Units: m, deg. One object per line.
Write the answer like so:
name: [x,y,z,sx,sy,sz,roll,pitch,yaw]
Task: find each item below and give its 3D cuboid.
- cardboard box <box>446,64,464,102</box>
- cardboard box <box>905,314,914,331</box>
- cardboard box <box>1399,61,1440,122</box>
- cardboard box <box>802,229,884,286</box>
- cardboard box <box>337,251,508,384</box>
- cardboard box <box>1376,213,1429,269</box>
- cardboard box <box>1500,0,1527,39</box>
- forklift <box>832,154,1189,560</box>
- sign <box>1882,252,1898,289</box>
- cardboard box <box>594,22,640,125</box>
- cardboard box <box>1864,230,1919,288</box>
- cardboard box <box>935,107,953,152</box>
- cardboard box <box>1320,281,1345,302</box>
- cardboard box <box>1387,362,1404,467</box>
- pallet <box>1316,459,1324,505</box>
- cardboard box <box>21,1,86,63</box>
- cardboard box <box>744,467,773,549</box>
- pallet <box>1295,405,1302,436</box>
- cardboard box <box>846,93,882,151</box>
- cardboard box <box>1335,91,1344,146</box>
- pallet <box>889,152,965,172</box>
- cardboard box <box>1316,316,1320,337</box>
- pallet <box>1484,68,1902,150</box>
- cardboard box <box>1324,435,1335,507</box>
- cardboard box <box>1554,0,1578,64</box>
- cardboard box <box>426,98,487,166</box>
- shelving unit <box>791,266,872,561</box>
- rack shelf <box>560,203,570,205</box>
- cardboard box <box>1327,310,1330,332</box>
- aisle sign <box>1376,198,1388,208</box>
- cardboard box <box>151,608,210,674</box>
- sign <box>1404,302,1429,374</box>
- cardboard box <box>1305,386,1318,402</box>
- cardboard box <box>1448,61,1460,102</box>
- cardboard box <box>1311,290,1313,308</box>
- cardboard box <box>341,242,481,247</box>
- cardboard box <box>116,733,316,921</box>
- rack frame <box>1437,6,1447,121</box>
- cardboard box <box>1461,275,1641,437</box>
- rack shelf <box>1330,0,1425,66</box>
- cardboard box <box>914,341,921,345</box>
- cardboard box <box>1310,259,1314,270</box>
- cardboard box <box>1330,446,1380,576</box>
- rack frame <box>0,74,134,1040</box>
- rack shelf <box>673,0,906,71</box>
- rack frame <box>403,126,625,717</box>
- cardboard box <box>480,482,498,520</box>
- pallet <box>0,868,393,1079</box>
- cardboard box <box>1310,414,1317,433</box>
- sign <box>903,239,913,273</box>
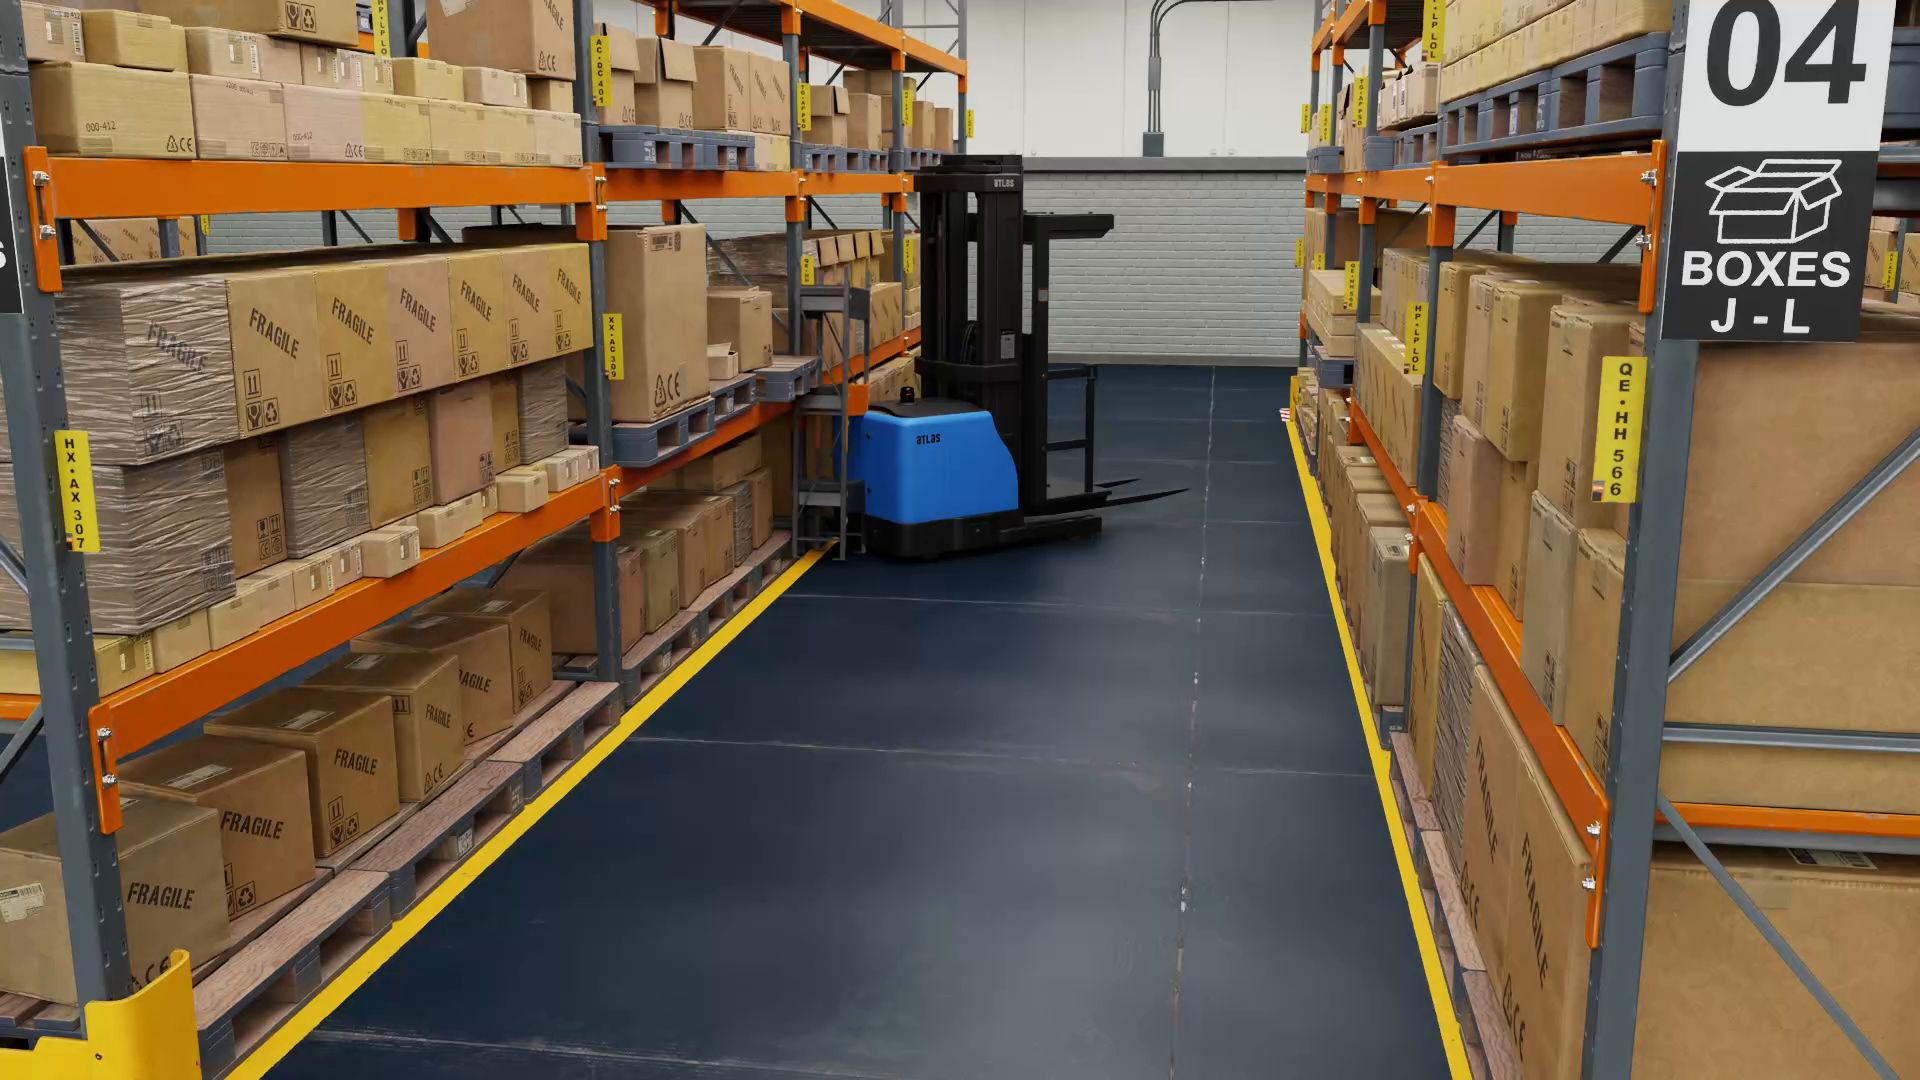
cardboard box: [-2.247,-1.850,6.745,0.380,0.149,0.250,2,12,11]
cardboard box: [-0.664,-2.149,16.443,0.380,0.149,0.250,2,12,9]
cardboard box: [2.669,-2.423,8.975,0.500,0.311,0.500,1,12,7]
cardboard box: [-1.128,-2.627,15.446,0.797,0.503,0.637,2,12,7]
cardboard box: [-2.219,-0.928,6.864,0.500,0.500,0.500,2,12,9]
cardboard box: [4.158,-2.809,15.589,0.500,0.500,0.500,2,12,10]
cardboard box: [2.035,-1.759,5.329,0.500,0.250,0.500,2,12,9]
forklift: [0.504,-1.511,13.047,3.031,2.935,1.130,-9,15,-35]
sign: [8.205,-2.380,14.673,0.100,0.325,0.005,2,12,9]
cardboard box: [-2.098,-2.373,8.521,0.797,0.503,0.637,1,12,6]
cardboard box: [8.554,-2.545,15.072,0.500,0.500,0.500,2,12,8]
cardboard box: [-0.450,-4.713,19.153,0.700,0.500,0.500,1,12,5]
cardboard box: [3.056,-1.966,13.184,0.380,0.149,0.250,2,12,11]
cardboard box: [2.511,-0.646,8.631,0.500,0.500,0.500,2,12,8]
pallet: [3.729,-0.514,14.879,1.003,0.211,1.213,2,12,9]
cardboard box: [-2.613,-1.361,4.478,0.380,0.149,0.250,2,12,8]
cardboard box: [-1.736,-0.242,11.884,0.700,0.500,0.500,1,12,6]
pallet: [4.291,-1.325,18.642,1.003,0.211,1.213,2,12,9]
cardboard box: [-1.117,-3.821,15.248,0.700,0.500,0.500,2,12,10]
cardboard box: [3.680,-3.685,14.617,0.700,0.500,0.500,2,12,9]
pallet: [-0.527,-4.322,19.019,1.003,0.211,1.213,2,12,9]
cardboard box: [3.095,-1.731,13.503,0.380,0.149,0.250,1,12,6]
pallet: [2.291,-1.374,5.339,1.003,0.211,1.213,2,12,9]
cardboard box: [3.224,-0.554,13.382,0.500,0.500,0.500,1,12,6]
cardboard box: [1.836,-1.378,4.509,0.380,0.149,0.250,2,12,9]
cardboard box: [-2.244,-1.631,6.677,0.500,0.250,0.500,2,12,8]
shelving unit: [-0.939,-0.928,12.165,0.431,2.100,0.503,3,6,15]
rack shelf: [-5.624,-3.913,18.617,1.077,0.370,4.000,2,12,9]
cardboard box: [2.898,-1.608,12.228,0.380,0.149,0.250,2,12,11]
aisle sign: [4.770,-4.149,18.952,0.394,0.787,0.004,2,12,9]
cardboard box: [-2.547,0.296,5.094,0.380,0.149,0.250,2,12,9]
sign: [2.079,-0.917,7.568,0.100,0.325,0.005,2,12,9]
cardboard box: [3.773,-1.498,17.184,0.380,0.149,0.250,1,12,7]
cardboard box: [2.187,-1.853,6.714,0.380,0.149,0.250,2,12,9]
cardboard box: [3.255,-2.093,14.477,0.380,0.149,0.250,2,12,10]
cardboard box: [-2.589,-1.154,7.909,0.500,0.500,0.500,2,12,9]
cardboard box: [-2.713,1.038,5.992,0.500,0.500,0.500,5,13,23]
rack frame: [2.617,-3.307,6.978,1.000,3.000,0.127,2,12,9]
cardboard box: [2.338,-0.674,6.079,0.875,0.550,0.550,2,12,9]
rack shelf: [3.540,-4.009,12.891,1.077,0.370,4.000,2,12,9]
cardboard box: [-0.719,-1.710,17.855,0.875,0.875,0.875,2,12,9]
cardboard box: [3.903,-2.662,17.282,0.500,0.500,0.500,2,12,7]
cardboard box: [3.050,-0.189,11.092,1.050,0.750,0.750,2,12,8]
rack frame: [-2.884,0.277,4.589,1.000,3.000,0.127,2,12,9]
rack shelf: [-1.346,-4.190,13.735,1.077,0.370,4.000,2,12,9]
rack frame: [-2.268,-0.556,8.453,1.000,3.000,0.127,2,12,9]
cardboard box: [-2.254,-0.174,7.275,0.380,0.149,0.250,2,12,9]
pallet: [-2.712,1.456,5.736,1.003,0.211,1.213,2,12,9]
cardboard box: [3.611,-1.129,16.177,0.380,0.149,0.250,1,12,6]
sign: [-0.500,-2.733,15.995,0.100,0.325,0.005,2,12,9]
